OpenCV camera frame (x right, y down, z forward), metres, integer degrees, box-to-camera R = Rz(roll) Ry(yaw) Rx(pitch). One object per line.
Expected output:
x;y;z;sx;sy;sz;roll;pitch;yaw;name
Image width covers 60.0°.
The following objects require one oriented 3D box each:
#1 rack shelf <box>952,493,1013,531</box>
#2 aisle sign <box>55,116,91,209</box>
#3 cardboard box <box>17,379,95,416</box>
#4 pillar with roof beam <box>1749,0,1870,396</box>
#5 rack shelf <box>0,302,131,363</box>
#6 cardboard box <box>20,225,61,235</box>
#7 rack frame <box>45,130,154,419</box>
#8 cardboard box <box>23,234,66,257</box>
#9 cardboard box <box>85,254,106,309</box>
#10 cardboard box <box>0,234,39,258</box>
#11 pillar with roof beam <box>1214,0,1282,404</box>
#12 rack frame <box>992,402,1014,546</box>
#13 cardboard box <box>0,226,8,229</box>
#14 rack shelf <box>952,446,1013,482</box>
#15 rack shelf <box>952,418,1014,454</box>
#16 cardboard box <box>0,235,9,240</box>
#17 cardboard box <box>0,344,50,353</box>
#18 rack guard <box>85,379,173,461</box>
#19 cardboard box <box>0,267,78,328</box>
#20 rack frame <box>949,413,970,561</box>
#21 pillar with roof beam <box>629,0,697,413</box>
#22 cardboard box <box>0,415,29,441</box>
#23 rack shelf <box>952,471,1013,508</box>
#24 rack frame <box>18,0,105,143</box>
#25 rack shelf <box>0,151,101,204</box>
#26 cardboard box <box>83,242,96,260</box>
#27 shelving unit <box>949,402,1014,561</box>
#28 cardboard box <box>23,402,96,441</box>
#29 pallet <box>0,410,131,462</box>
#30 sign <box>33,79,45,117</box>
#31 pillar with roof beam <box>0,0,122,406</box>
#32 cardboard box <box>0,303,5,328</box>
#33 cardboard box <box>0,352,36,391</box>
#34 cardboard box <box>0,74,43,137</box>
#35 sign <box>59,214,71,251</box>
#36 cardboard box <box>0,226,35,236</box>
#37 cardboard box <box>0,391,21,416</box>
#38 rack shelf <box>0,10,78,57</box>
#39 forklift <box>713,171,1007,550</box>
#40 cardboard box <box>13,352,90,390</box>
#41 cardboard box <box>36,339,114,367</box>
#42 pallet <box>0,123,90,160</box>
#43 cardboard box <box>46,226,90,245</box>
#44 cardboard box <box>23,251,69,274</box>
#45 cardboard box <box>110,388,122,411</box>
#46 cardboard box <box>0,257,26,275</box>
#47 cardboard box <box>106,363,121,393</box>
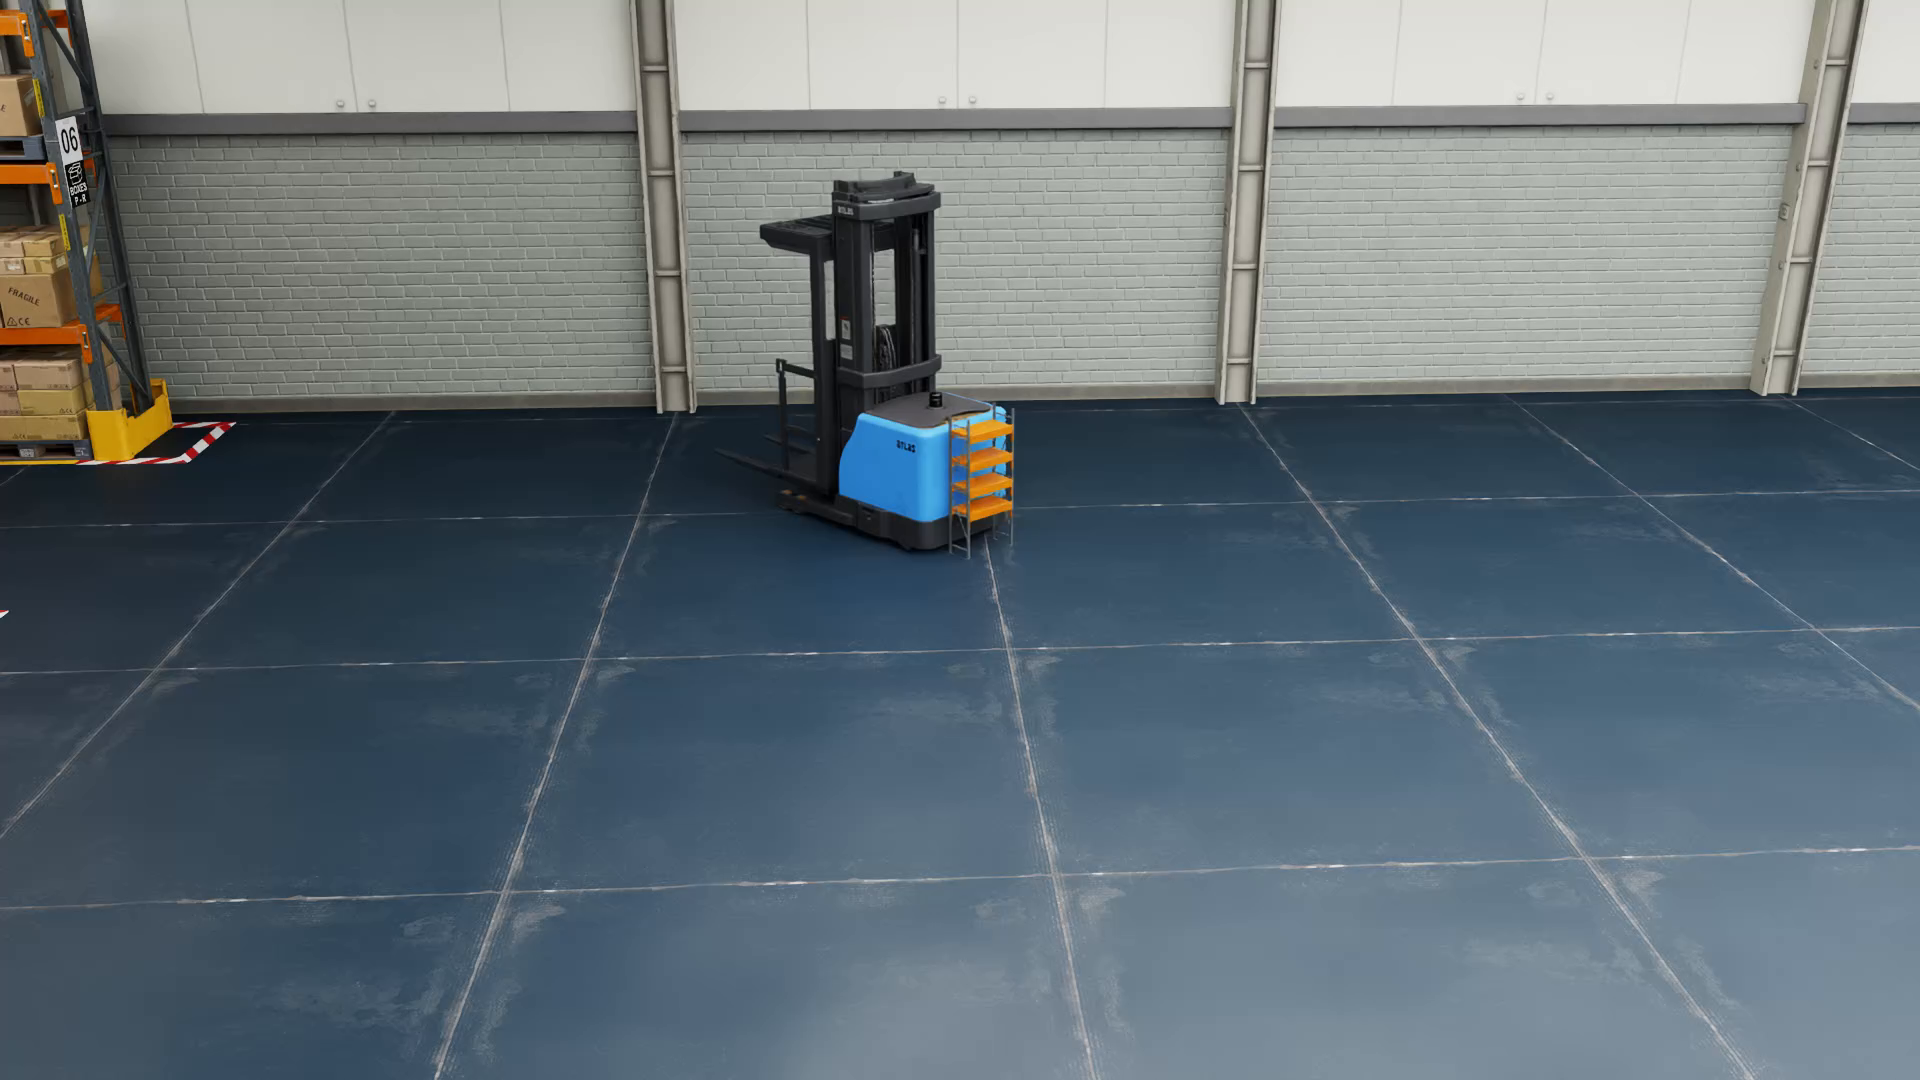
0.174;-0.233;13.725;0.480;0.148;0.258;-18;27;-39;rack shelf
-8.174;-3.482;15.328;0.004;0.787;0.394;-1;21;-3;aisle sign
-8.724;-1.394;16.069;0.500;0.250;0.500;-1;21;-4;cardboard box
9.214;-4.316;12.741;0.400;9.000;9.100;-1;21;-3;pillar with roof beam
-10.253;-1.993;16.083;4.000;0.370;1.077;-1;21;-3;rack shelf
-8.873;-2.945;16.101;0.250;0.149;0.380;0;21;-1;cardboard box
-8.256;-2.370;16.062;0.127;3.000;1.000;-1;21;-3;rack frame
-8.602;-2.777;15.660;0.250;0.149;0.380;-1;21;-3;cardboard box
-8.766;-2.505;16.276;0.500;0.500;0.500;0;21;-1;cardboard box
-8.846;-2.761;15.618;0.250;0.149;0.380;-1;21;-3;cardboard box
3.224;-4.194;12.421;0.400;9.000;9.100;-1;21;-3;pillar with roof beam
0.355;-0.540;13.784;0.015;1.200;0.240;-18;27;-39;rack frame
-9.377;-2.924;16.048;0.250;0.149;0.380;-1;21;-3;cardboard box
0.174;-0.627;13.575;0.480;0.148;0.258;-18;27;-39;rack shelf
0.174;-0.849;13.490;0.480;0.148;0.258;-18;27;-39;rack shelf
-9.106;-2.746;15.578;0.250;0.149;0.380;-1;21;-2;cardboard box
-9.245;-1.795;16.419;0.500;0.250;0.500;-1;21;-3;cardboard box
-8.232;-1.202;16.508;0.348;0.500;1.175;-1;21;-3;rack guard
-8.732;-2.313;15.772;0.500;0.500;0.500;-2;21;-4;cardboard box
-0.006;-0.423;13.477;0.015;1.200;0.240;-18;27;-39;rack frame
-2.767;-4.072;12.101;0.400;9.000;9.100;-1;21;-3;pillar with roof beam
-9.204;-1.153;16.139;0.500;0.250;0.500;-1;21;-3;cardboard box
0.174;-0.418;13.654;0.480;0.148;0.258;-18;27;-39;rack shelf
-8.256;-5.174;14.994;0.127;3.000;1.000;-1;21;-3;rack frame
-10.253;-3.395;15.549;4.000;0.370;1.077;-1;21;-3;rack shelf
-8.610;-2.805;16.152;0.250;0.149;0.380;-2;21;-4;cardboard box
0.174;-0.481;13.630;0.503;1.200;0.258;-18;27;-39;shelving unit
-8.707;-1.159;16.156;0.500;0.250;0.500;-1;21;-3;cardboard box
-9.017;-1.036;16.478;1.213;0.211;1.003;-1;21;-3;pallet
-8.239;-3.956;14.877;0.005;0.325;0.100;-1;21;-3;sign
-8.757;-3.950;11.781;0.400;9.000;9.100;-1;21;-3;pillar with roof beam
-9.251;-2.306;15.753;0.500;0.500;0.500;-1;21;-1;cardboard box
-9.207;-1.616;15.950;0.500;0.250;0.500;-1;21;-2;cardboard box
-8.684;-3.966;15.167;0.500;0.500;0.500;0;21;-1;cardboard box
-8.239;-2.829;15.306;0.005;0.325;0.100;-1;21;-3;sign
-9.130;-2.924;16.047;0.250;0.149;0.380;-1;21;-2;cardboard box
-9.225;-1.388;16.053;0.500;0.250;0.500;-1;21;-4;cardboard box
-10.253;-4.610;15.087;4.000;0.370;1.077;-1;21;-3;rack shelf
-1.003;-1.716;14.440;3.031;2.935;1.130;19;28;41;forklift
-8.698;-1.628;15.983;0.500;0.250;0.500;0;21;-1;cardboard box
-8.747;-1.806;16.449;0.500;0.250;0.500;-1;21;-4;cardboard box
-8.963;-3.725;15.530;1.213;0.211;1.003;-1;21;-3;pallet
-8.604;-2.928;16.057;0.250;0.149;0.380;-2;21;-4;cardboard box
-8.586;-2.613;15.648;0.250;0.149;0.380;-1;21;-2;cardboard box
-8.758;-1.341;16.632;0.500;0.250;0.500;-1;21;-3;cardboard box
-8.840;-2.598;15.607;0.250;0.149;0.380;-1;21;-2;cardboard box
-8.737;-1.579;16.556;0.500;0.250;0.500;-1;21;-2;cardboard box
